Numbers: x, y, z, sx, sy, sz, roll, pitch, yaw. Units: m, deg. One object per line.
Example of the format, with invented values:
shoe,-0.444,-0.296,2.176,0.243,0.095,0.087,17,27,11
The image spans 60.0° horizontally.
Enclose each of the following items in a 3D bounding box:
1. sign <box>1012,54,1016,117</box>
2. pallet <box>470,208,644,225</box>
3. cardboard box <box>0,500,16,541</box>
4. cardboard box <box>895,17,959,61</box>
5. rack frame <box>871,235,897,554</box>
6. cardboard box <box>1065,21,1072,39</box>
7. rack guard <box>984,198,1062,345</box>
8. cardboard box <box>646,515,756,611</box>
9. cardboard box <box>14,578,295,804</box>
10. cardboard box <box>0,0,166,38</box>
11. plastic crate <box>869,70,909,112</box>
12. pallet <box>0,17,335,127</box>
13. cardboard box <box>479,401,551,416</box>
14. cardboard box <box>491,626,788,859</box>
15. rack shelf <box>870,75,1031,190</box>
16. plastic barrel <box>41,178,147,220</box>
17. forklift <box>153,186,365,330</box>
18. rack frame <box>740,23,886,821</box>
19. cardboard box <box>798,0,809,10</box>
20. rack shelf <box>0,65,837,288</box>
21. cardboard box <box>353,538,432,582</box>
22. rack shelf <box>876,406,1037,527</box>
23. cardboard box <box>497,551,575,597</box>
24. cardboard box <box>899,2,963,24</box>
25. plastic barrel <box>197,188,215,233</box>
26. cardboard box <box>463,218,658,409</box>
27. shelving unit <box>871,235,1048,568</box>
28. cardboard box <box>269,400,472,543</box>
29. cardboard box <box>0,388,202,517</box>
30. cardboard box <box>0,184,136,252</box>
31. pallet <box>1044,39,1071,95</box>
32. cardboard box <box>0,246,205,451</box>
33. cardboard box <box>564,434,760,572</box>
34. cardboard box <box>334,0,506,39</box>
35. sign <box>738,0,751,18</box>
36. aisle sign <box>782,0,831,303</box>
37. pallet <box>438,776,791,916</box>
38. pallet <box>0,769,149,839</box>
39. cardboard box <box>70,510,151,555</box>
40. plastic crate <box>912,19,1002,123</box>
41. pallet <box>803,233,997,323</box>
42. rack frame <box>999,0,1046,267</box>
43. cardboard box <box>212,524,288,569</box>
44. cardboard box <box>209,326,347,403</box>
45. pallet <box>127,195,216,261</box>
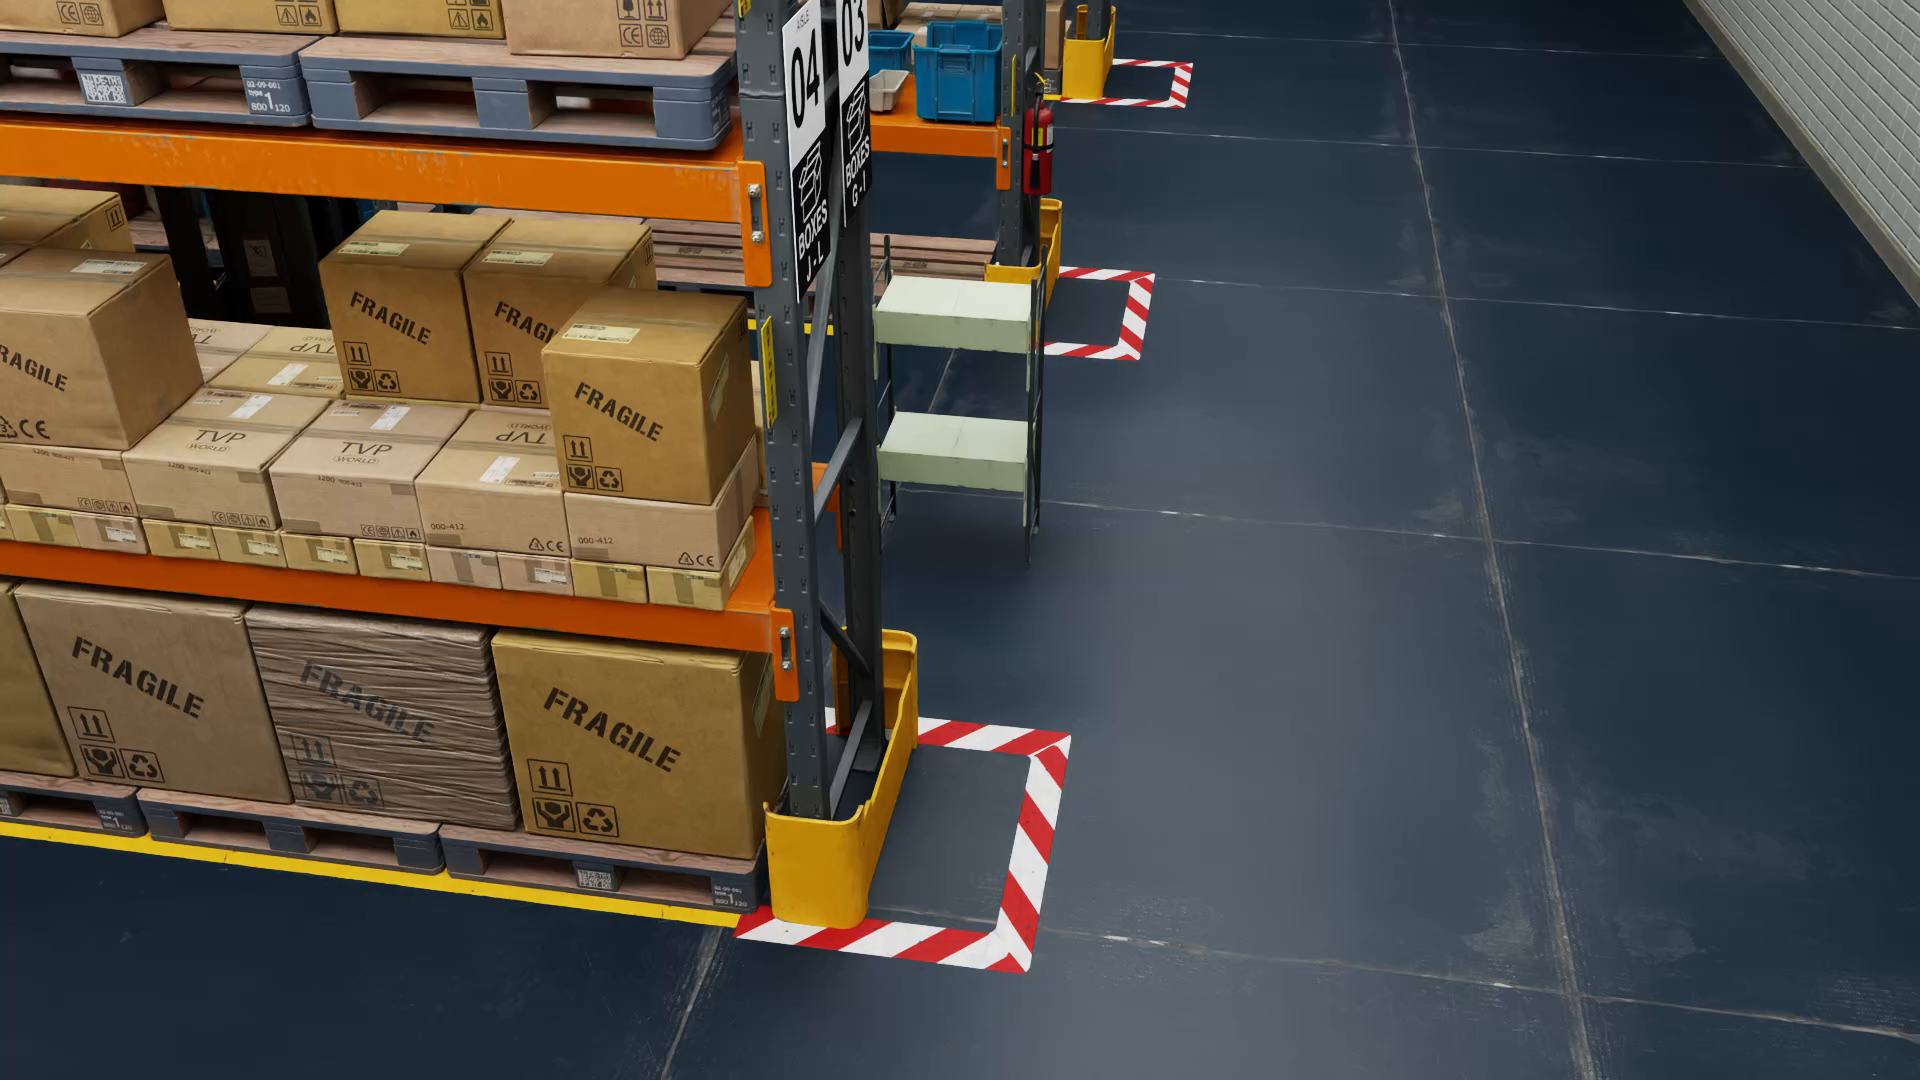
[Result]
sign,0.302,-2.554,9.350,0.005,0.325,0.100,5,32,8
pallet,-2.833,-1.904,11.093,1.213,0.211,1.003,5,32,8
cardboard box,-3.384,-0.165,5.923,0.250,0.149,0.380,4,32,7
cardboard box,-0.293,-4.406,14.638,0.500,0.250,0.500,5,32,8
rack frame,-0.367,-0.669,7.905,0.023,1.500,0.400,5,32,8
cardboard box,0.861,-4.560,14.980,0.250,0.149,0.380,5,32,8
rack guard,0.405,-1.719,10.525,0.348,0.500,1.175,5,32,8
cardboard box,-0.861,0.063,5.559,0.250,0.149,0.380,6,33,9
cardboard box,-2.873,0.363,6.450,0.875,0.875,0.875,5,32,8
cardboard box,-2.595,-1.865,4.991,0.500,0.500,0.700,7,33,10
plastic crate,-0.456,-2.666,9.874,0.243,0.136,0.396,5,32,8
pallet,-2.394,-1.586,5.213,1.213,0.211,1.003,5,32,8
cardboard box,-1.396,-0.473,6.040,0.500,0.250,0.500,5,32,8
cardboard box,-1.099,0.524,6.193,0.875,0.875,0.875,5,32,8
rack shelf,-1.593,-2.648,10.331,4.000,0.370,1.077,5,32,8
plastic barrel,-5.909,-2.509,11.307,0.708,0.588,0.600,5,32,8
forklift,-3.408,-1.134,7.299,3.031,2.935,1.130,-2,32,-4
rack frame,-0.455,-0.184,5.716,0.127,3.000,1.000,5,32,8
cardboard box,-1.379,-4.799,15.209,0.500,0.311,0.500,5,32,8
rack shelf,-2.426,-1.329,5.397,4.000,0.370,1.077,5,32,8
cardboard box,-1.868,-0.027,5.703,0.250,0.149,0.380,4,32,7
rack shelf,-0.007,-0.360,8.026,0.720,0.370,0.431,5,32,8
cardboard box,-1.366,0.018,5.631,0.250,0.149,0.380,5,32,8
cardboard box,-0.258,-4.672,15.063,0.500,0.250,0.500,5,32,8
plastic barrel,-4.796,-2.540,11.063,0.708,0.901,0.600,5,32,8
cardboard box,-1.375,-0.793,5.844,0.500,0.500,0.500,4,32,7
shelving unit,-0.007,-0.636,7.853,0.755,1.500,0.431,5,32,8
cardboard box,-1.979,-0.242,5.670,0.500,0.250,0.500,4,32,7
cardboard box,-2.978,-0.334,5.818,0.500,0.250,0.500,6,33,9
cardboard box,-3.406,-0.973,6.132,0.500,0.500,0.500,5,32,9
pallet,0.355,-4.260,14.857,1.213,0.211,1.003,5,32,8
cardboard box,-2.971,-0.653,5.620,0.500,0.500,0.500,4,32,7
cardboard box,-0.977,-0.151,5.525,0.500,0.250,0.500,5,32,7
cardboard box,-1.511,-1.850,4.966,0.500,0.500,0.700,4,32,6
sign,-0.560,-1.514,4.255,0.005,0.325,0.100,5,32,8
aisle sign,-0.434,-1.122,4.766,0.004,0.787,0.394,5,32,8
pallet,-1.256,0.968,6.505,1.213,0.211,1.003,5,32,8
pallet,-3.661,0.750,6.853,1.213,0.211,1.003,5,32,8
cardboard box,-2.884,-0.118,5.849,0.250,0.149,0.380,6,32,9
plastic crate,0.017,-2.747,9.721,0.499,0.435,0.616,5,32,8
pallet,-0.428,-1.686,10.745,1.213,0.211,1.003,5,32,8
rack frame,0.379,-2.774,9.855,0.127,3.000,1.000,5,32,8
cardboard box,-2.368,-0.073,5.777,0.250,0.149,0.380,6,33,9
cardboard box,-2.406,-0.564,6.185,0.500,0.250,0.500,5,32,7
pallet,-5.524,-2.148,11.482,1.213,0.211,1.003,5,32,8
